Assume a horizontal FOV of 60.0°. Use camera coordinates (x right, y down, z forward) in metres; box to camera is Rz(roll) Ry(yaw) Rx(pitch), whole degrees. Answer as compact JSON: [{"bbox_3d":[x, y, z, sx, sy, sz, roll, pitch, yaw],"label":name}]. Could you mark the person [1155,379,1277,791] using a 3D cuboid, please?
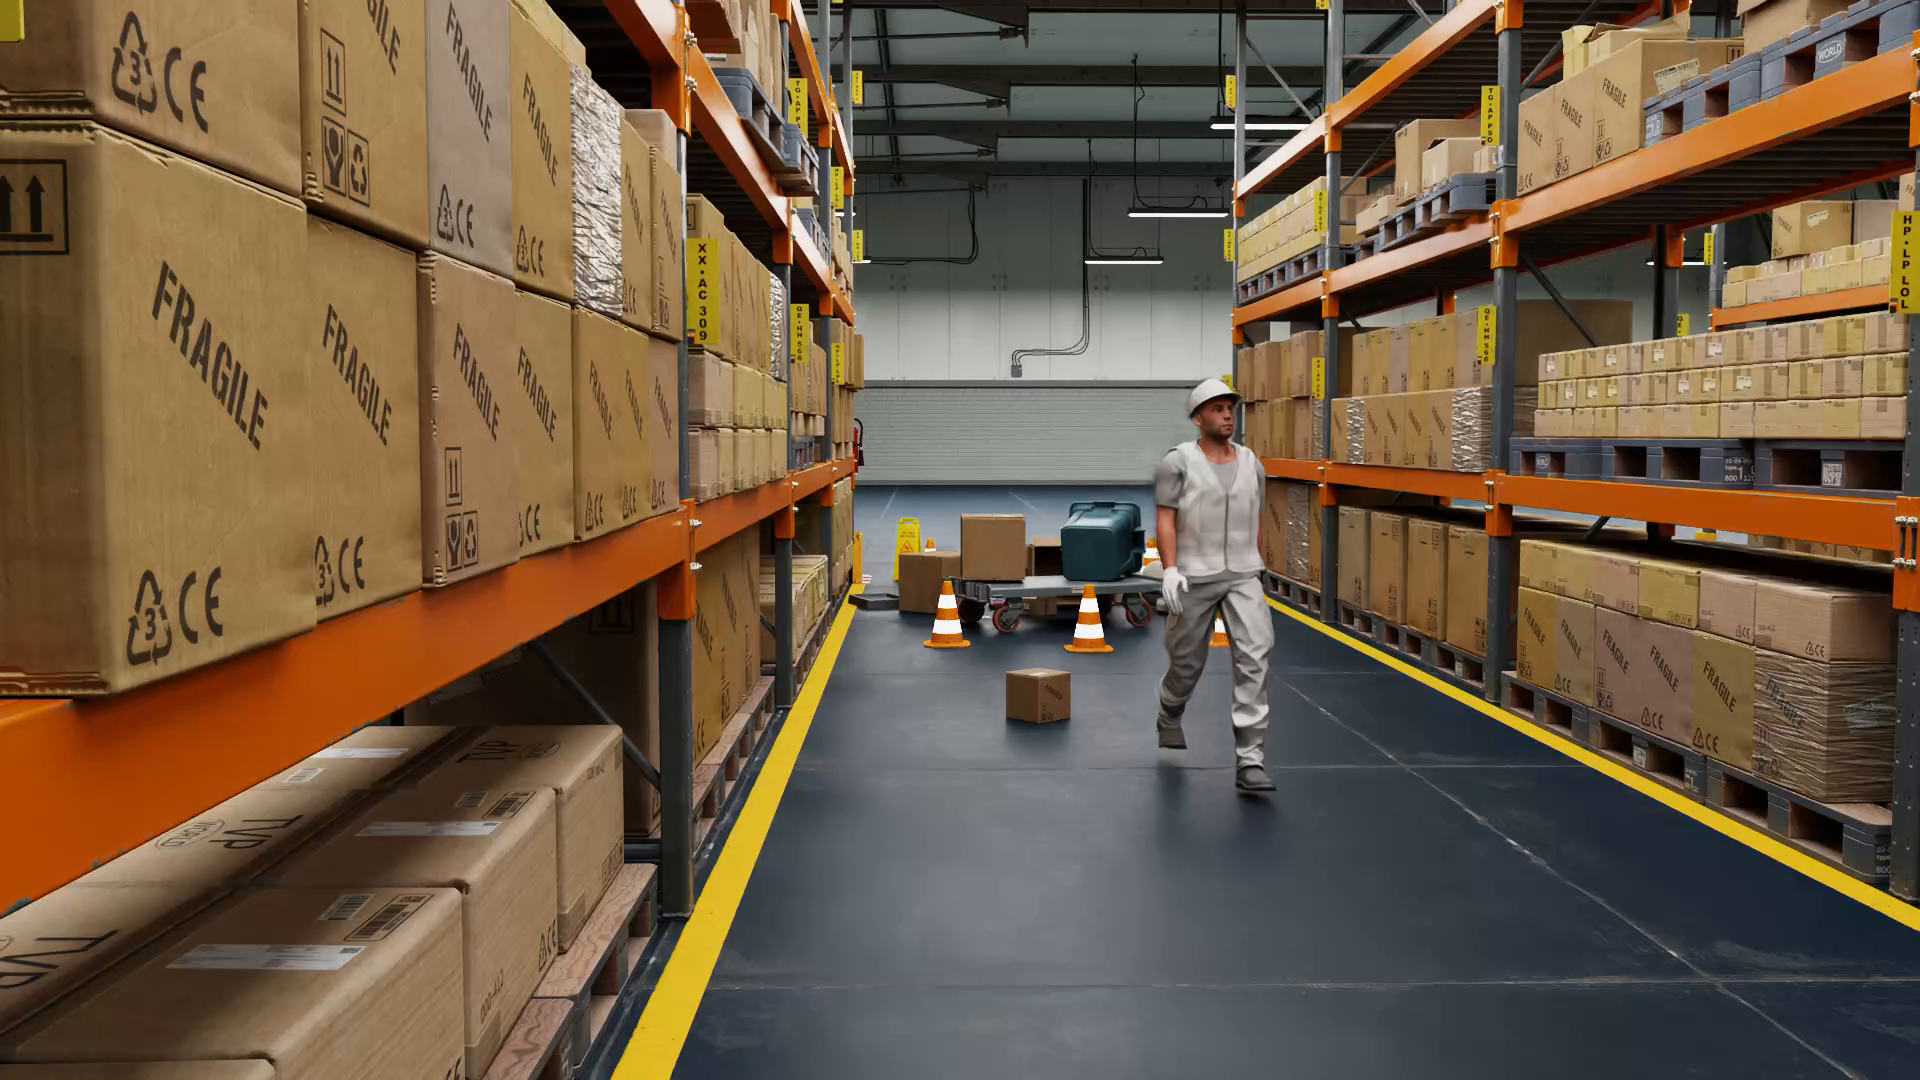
[{"bbox_3d":[1.103,0.172,7.265,0.536,1.751,0.993,-1,4,-9],"label":"person"}]
